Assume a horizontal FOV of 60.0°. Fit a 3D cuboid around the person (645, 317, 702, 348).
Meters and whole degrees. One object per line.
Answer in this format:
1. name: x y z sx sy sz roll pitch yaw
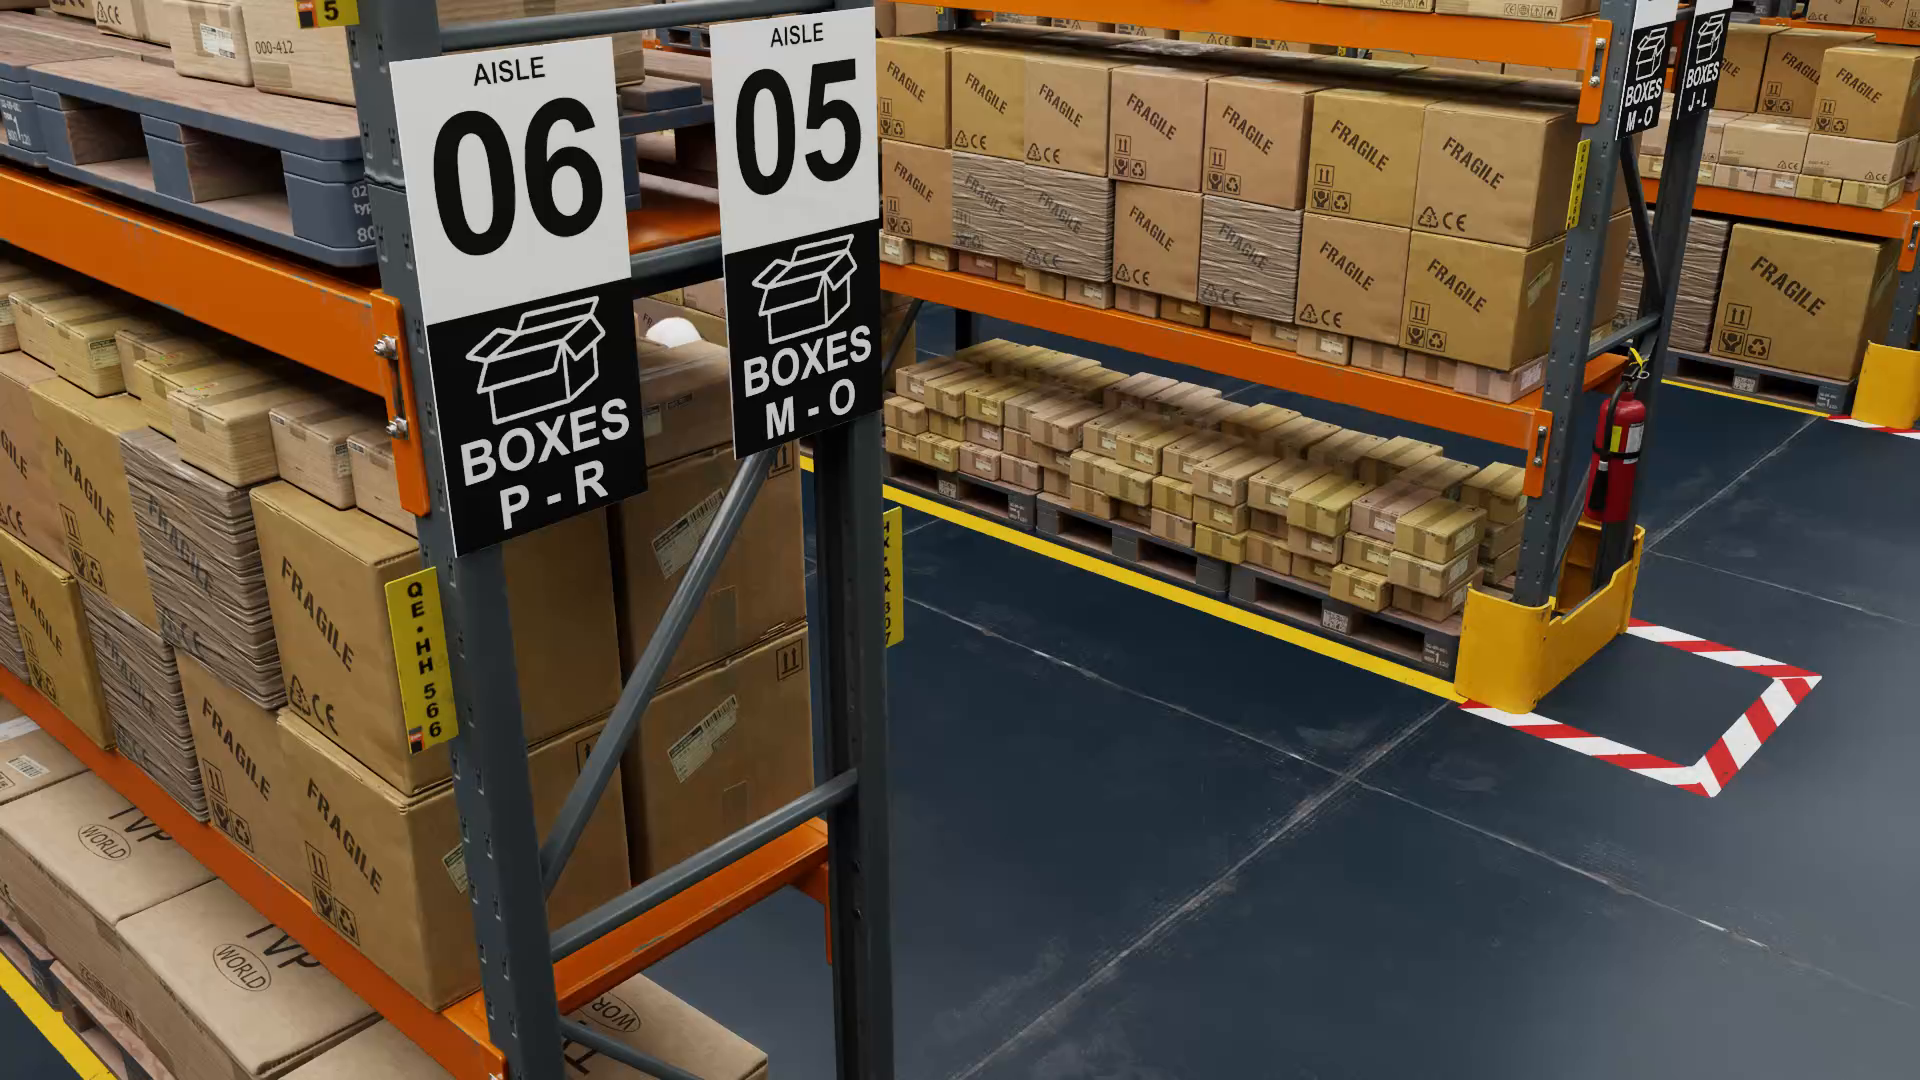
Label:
1. person: -1.095 -0.018 6.601 0.551 1.779 0.468 19 30 37
